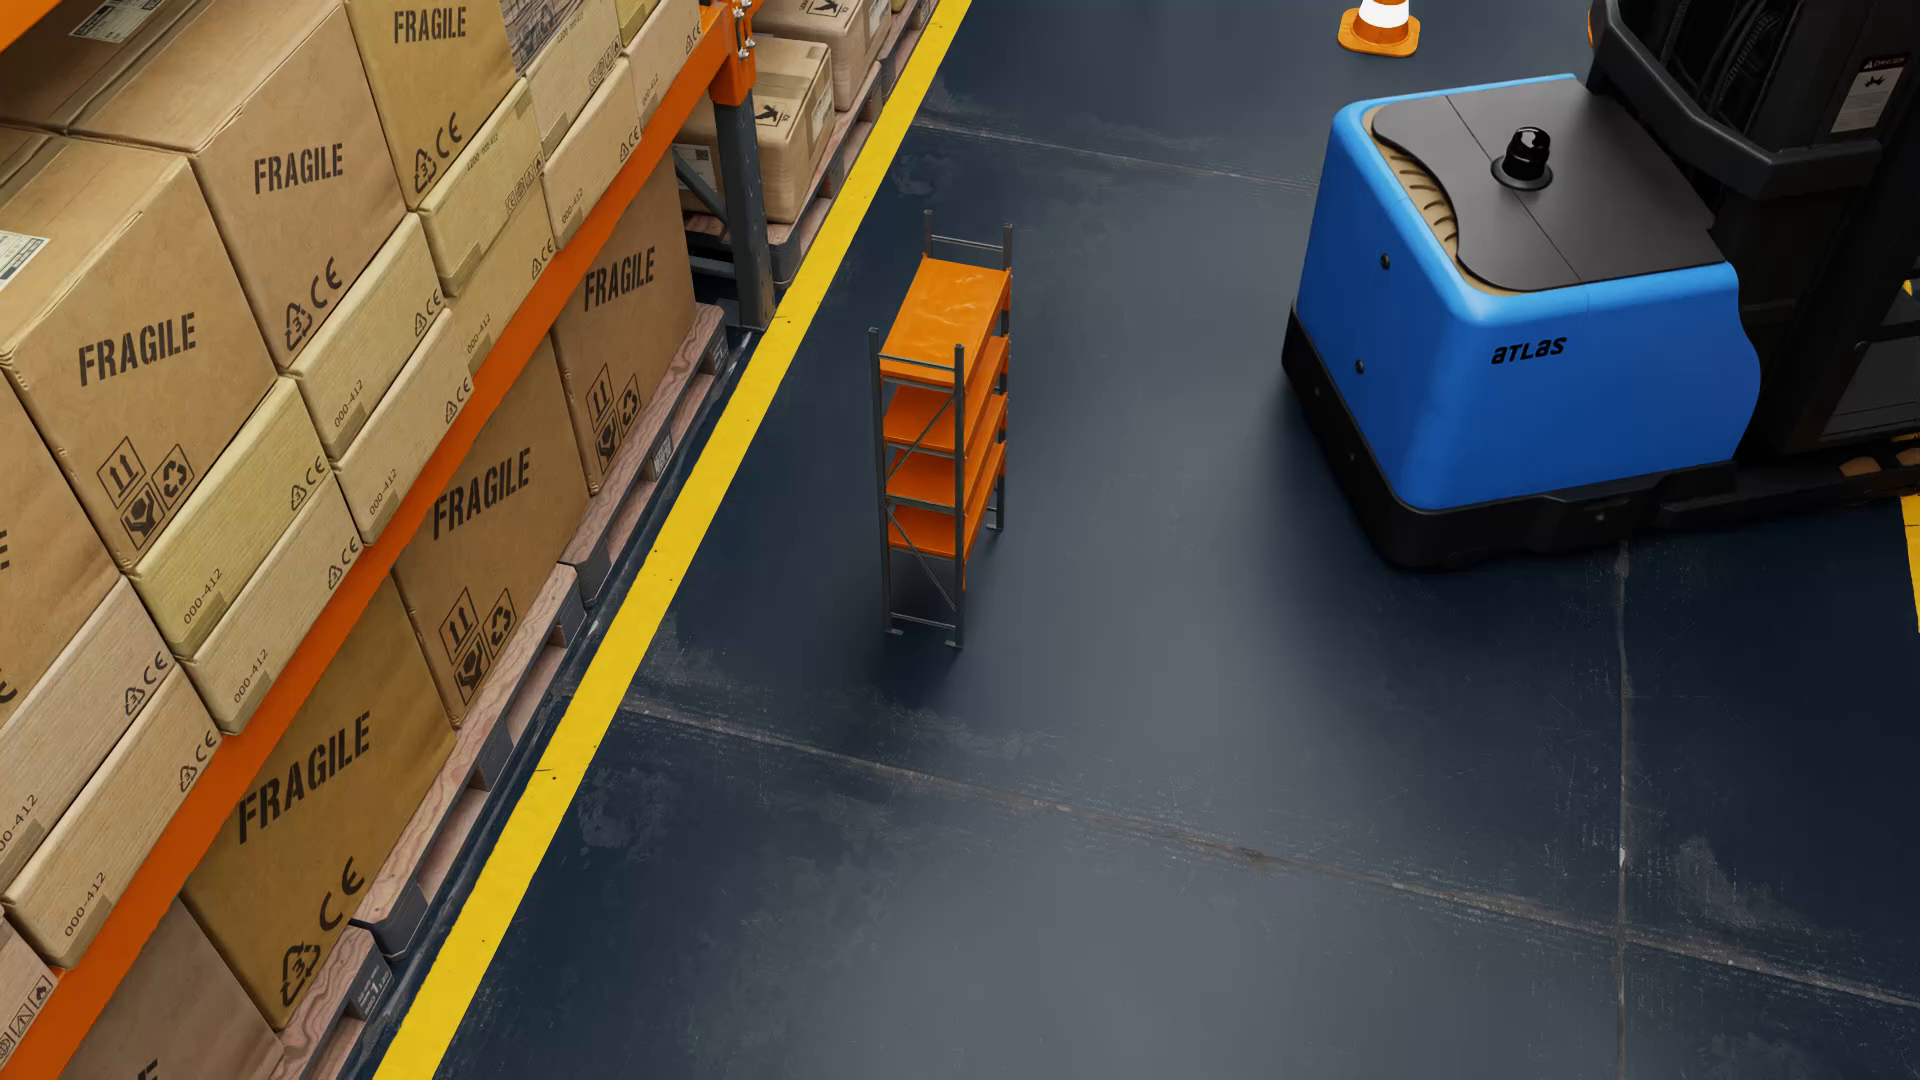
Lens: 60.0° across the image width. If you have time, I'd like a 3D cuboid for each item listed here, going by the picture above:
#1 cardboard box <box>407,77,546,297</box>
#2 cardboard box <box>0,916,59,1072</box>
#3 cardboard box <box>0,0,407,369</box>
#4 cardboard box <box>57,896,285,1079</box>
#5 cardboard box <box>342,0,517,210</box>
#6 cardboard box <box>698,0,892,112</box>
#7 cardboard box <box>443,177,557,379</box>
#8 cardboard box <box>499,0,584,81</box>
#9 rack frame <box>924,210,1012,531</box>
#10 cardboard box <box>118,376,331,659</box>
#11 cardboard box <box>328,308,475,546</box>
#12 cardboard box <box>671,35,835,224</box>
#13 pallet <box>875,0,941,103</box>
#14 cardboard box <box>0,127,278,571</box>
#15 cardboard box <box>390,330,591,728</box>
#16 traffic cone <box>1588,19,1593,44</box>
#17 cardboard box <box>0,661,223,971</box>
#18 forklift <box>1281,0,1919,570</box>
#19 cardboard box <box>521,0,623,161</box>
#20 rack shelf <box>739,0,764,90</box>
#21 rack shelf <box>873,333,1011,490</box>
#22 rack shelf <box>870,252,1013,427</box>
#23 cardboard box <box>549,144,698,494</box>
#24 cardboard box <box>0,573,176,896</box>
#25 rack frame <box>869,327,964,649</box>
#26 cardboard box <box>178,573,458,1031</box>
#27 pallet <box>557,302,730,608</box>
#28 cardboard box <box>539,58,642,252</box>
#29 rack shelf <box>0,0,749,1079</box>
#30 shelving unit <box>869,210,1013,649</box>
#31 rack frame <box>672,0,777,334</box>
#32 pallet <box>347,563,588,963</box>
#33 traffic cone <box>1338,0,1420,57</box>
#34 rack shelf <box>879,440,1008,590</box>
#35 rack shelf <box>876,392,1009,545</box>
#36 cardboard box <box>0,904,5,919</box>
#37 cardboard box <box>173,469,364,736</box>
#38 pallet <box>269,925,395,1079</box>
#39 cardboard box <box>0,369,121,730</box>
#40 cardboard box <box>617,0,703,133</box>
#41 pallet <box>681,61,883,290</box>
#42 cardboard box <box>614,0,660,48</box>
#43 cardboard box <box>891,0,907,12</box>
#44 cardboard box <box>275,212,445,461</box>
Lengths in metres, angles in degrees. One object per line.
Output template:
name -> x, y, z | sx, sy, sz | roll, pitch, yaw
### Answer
cardboard box -> -1.286, -0.836, 3.754 | 0.500, 0.250, 0.500 | 10, 49, 9
cardboard box -> -1.840, 0.810, 2.634 | 0.500, 0.250, 0.500 | 11, 49, 9
cardboard box -> -1.445, -0.709, 3.142 | 0.500, 0.500, 0.500 | 11, 49, 9
cardboard box -> -2.124, 1.127, 3.392 | 0.875, 0.875, 0.875 | 13, 50, 11
cardboard box -> -1.305, -1.074, 3.464 | 0.500, 0.500, 0.500 | 12, 50, 10
cardboard box -> -0.812, -2.078, 6.556 | 0.950, 0.372, 0.625 | 11, 49, 9
cardboard box -> -1.307, -0.666, 3.937 | 0.500, 0.250, 0.500 | 11, 50, 10
cardboard box -> -1.168, -1.432, 3.780 | 0.500, 0.500, 0.500 | 12, 50, 11
rack frame -> 0.021, -0.454, 4.850 | 0.240, 1.200, 0.015 | 12, 50, 10
cardboard box -> -1.554, -0.094, 3.099 | 0.500, 0.250, 0.500 | 12, 50, 11
cardboard box -> -1.414, -0.292, 3.607 | 0.500, 0.250, 0.500 | 11, 49, 9
cardboard box -> -0.999, -1.542, 6.083 | 0.950, 0.372, 0.625 | 9, 49, 7
pallet -> -0.627, -2.388, 7.217 | 1.003, 0.211, 1.213 | 12, 50, 10
cardboard box -> -1.575, -0.334, 2.811 | 0.500, 0.500, 0.500 | 10, 49, 9
cardboard box -> -1.658, -0.175, 4.541 | 0.875, 0.875, 0.875 | 12, 50, 10
traffic cone -> 2.888, -2.344, 7.010 | 0.336, 0.463, 0.334 | 12, 50, 10
cardboard box -> -1.705, 0.436, 2.965 | 0.500, 0.250, 0.500 | 10, 49, 9
forklift -> 2.672, -1.457, 4.581 | 3.031, 2.935, 1.130 | -10, 49, -8
cardboard box -> -1.171, -1.210, 4.084 | 0.500, 0.250, 0.500 | 10, 49, 9
rack shelf -> -0.631, -3.075, 6.443 | 1.077, 0.370, 4.000 | 12, 50, 10
rack shelf -> -0.044, -0.381, 4.577 | 0.258, 0.148, 0.480 | 12, 50, 10
rack shelf -> -0.044, -0.537, 4.400 | 0.258, 0.148, 0.480 | 12, 50, 10
cardboard box -> -1.419, -0.819, 5.109 | 0.875, 0.875, 0.875 | 11, 50, 10
cardboard box -> -1.712, 0.266, 2.781 | 0.500, 0.250, 0.500 | 12, 50, 11
rack frame -> -0.108, -0.101, 4.539 | 0.240, 1.200, 0.015 | 12, 50, 10
cardboard box -> -1.894, 0.472, 3.970 | 0.875, 0.875, 0.875 | 13, 50, 11
pallet -> -1.437, -0.388, 5.452 | 1.003, 0.211, 1.213 | 12, 50, 10
cardboard box -> -1.159, -1.027, 4.256 | 0.500, 0.250, 0.500 | 12, 50, 11
rack shelf -> -1.684, -0.182, 3.889 | 1.077, 0.370, 4.000 | 12, 50, 10
shelving unit -> -0.044, -0.277, 4.694 | 0.258, 1.200, 0.503 | 12, 50, 10
rack frame -> -1.157, -1.866, 4.897 | 1.000, 3.000, 0.127 | 12, 50, 10
pallet -> -1.761, 0.491, 4.675 | 1.003, 0.211, 1.213 | 12, 50, 10
traffic cone -> 1.808, -2.340, 7.006 | 0.336, 0.463, 0.334 | 12, 50, 10
rack shelf -> -0.044, -0.101, 4.894 | 0.258, 0.148, 0.480 | 12, 50, 10
rack shelf -> -0.044, -0.233, 4.745 | 0.258, 0.148, 0.480 | 12, 50, 10
cardboard box -> -1.822, 0.649, 2.444 | 0.500, 0.250, 0.500 | 10, 49, 9
cardboard box -> -1.555, 0.068, 3.289 | 0.500, 0.250, 0.500 | 11, 50, 10
pallet -> -2.080, 1.377, 3.894 | 1.003, 0.211, 1.213 | 12, 50, 10
cardboard box -> -1.710, 0.028, 2.491 | 0.500, 0.500, 0.500 | 11, 50, 10
cardboard box -> -1.040, -1.400, 4.585 | 0.500, 0.250, 0.500 | 10, 49, 9
pallet -> -0.950, -1.509, 6.441 | 1.003, 0.211, 1.213 | 12, 50, 10
cardboard box -> -1.040, -1.582, 4.412 | 0.500, 0.250, 0.500 | 11, 50, 10
cardboard box -> -0.607, -2.625, 7.039 | 0.950, 0.372, 0.625 | 13, 50, 11
cardboard box -> -1.422, -0.460, 3.422 | 0.500, 0.250, 0.500 | 10, 49, 9
